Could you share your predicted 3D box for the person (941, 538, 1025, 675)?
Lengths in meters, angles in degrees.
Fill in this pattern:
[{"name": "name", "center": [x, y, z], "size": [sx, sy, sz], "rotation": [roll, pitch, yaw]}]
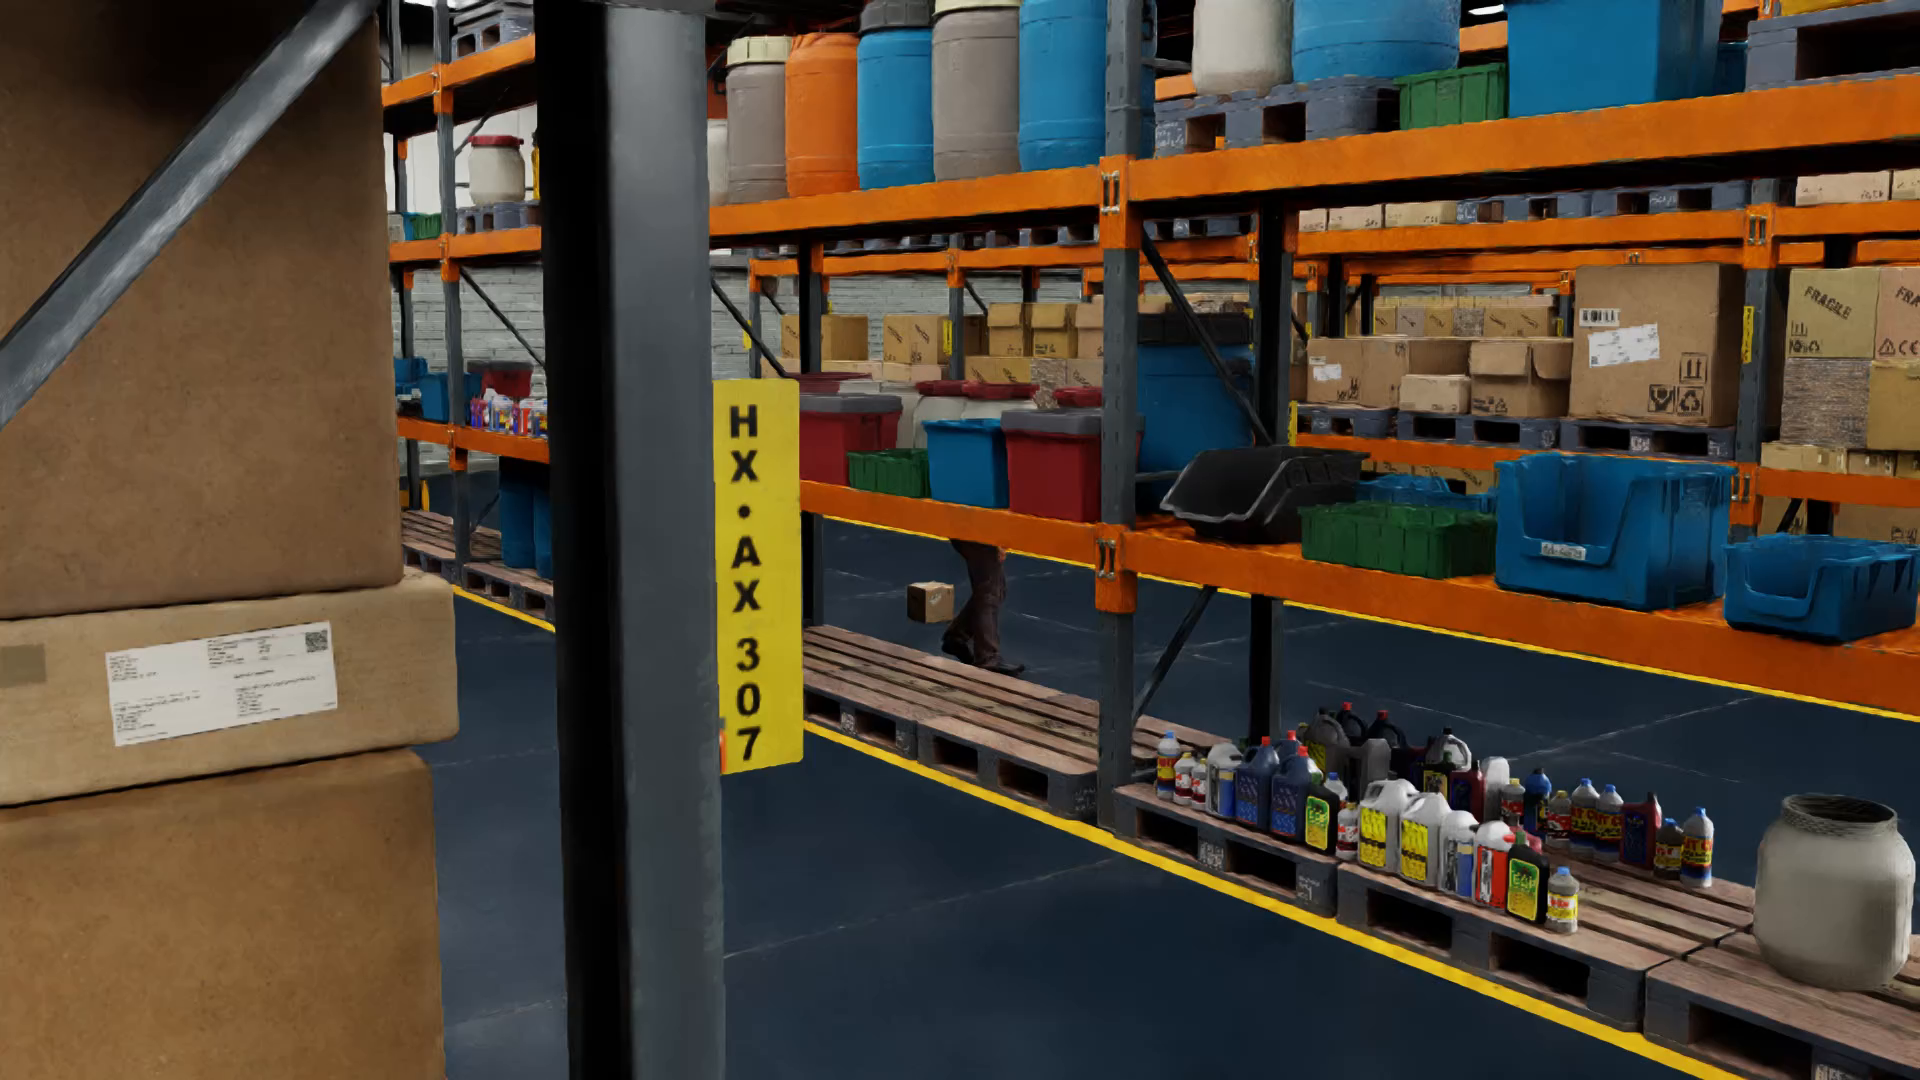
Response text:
[{"name": "person", "center": [0.128, -0.040, 10.210], "size": [0.417, 1.696, 0.639], "rotation": [-2, 8, -16]}]
